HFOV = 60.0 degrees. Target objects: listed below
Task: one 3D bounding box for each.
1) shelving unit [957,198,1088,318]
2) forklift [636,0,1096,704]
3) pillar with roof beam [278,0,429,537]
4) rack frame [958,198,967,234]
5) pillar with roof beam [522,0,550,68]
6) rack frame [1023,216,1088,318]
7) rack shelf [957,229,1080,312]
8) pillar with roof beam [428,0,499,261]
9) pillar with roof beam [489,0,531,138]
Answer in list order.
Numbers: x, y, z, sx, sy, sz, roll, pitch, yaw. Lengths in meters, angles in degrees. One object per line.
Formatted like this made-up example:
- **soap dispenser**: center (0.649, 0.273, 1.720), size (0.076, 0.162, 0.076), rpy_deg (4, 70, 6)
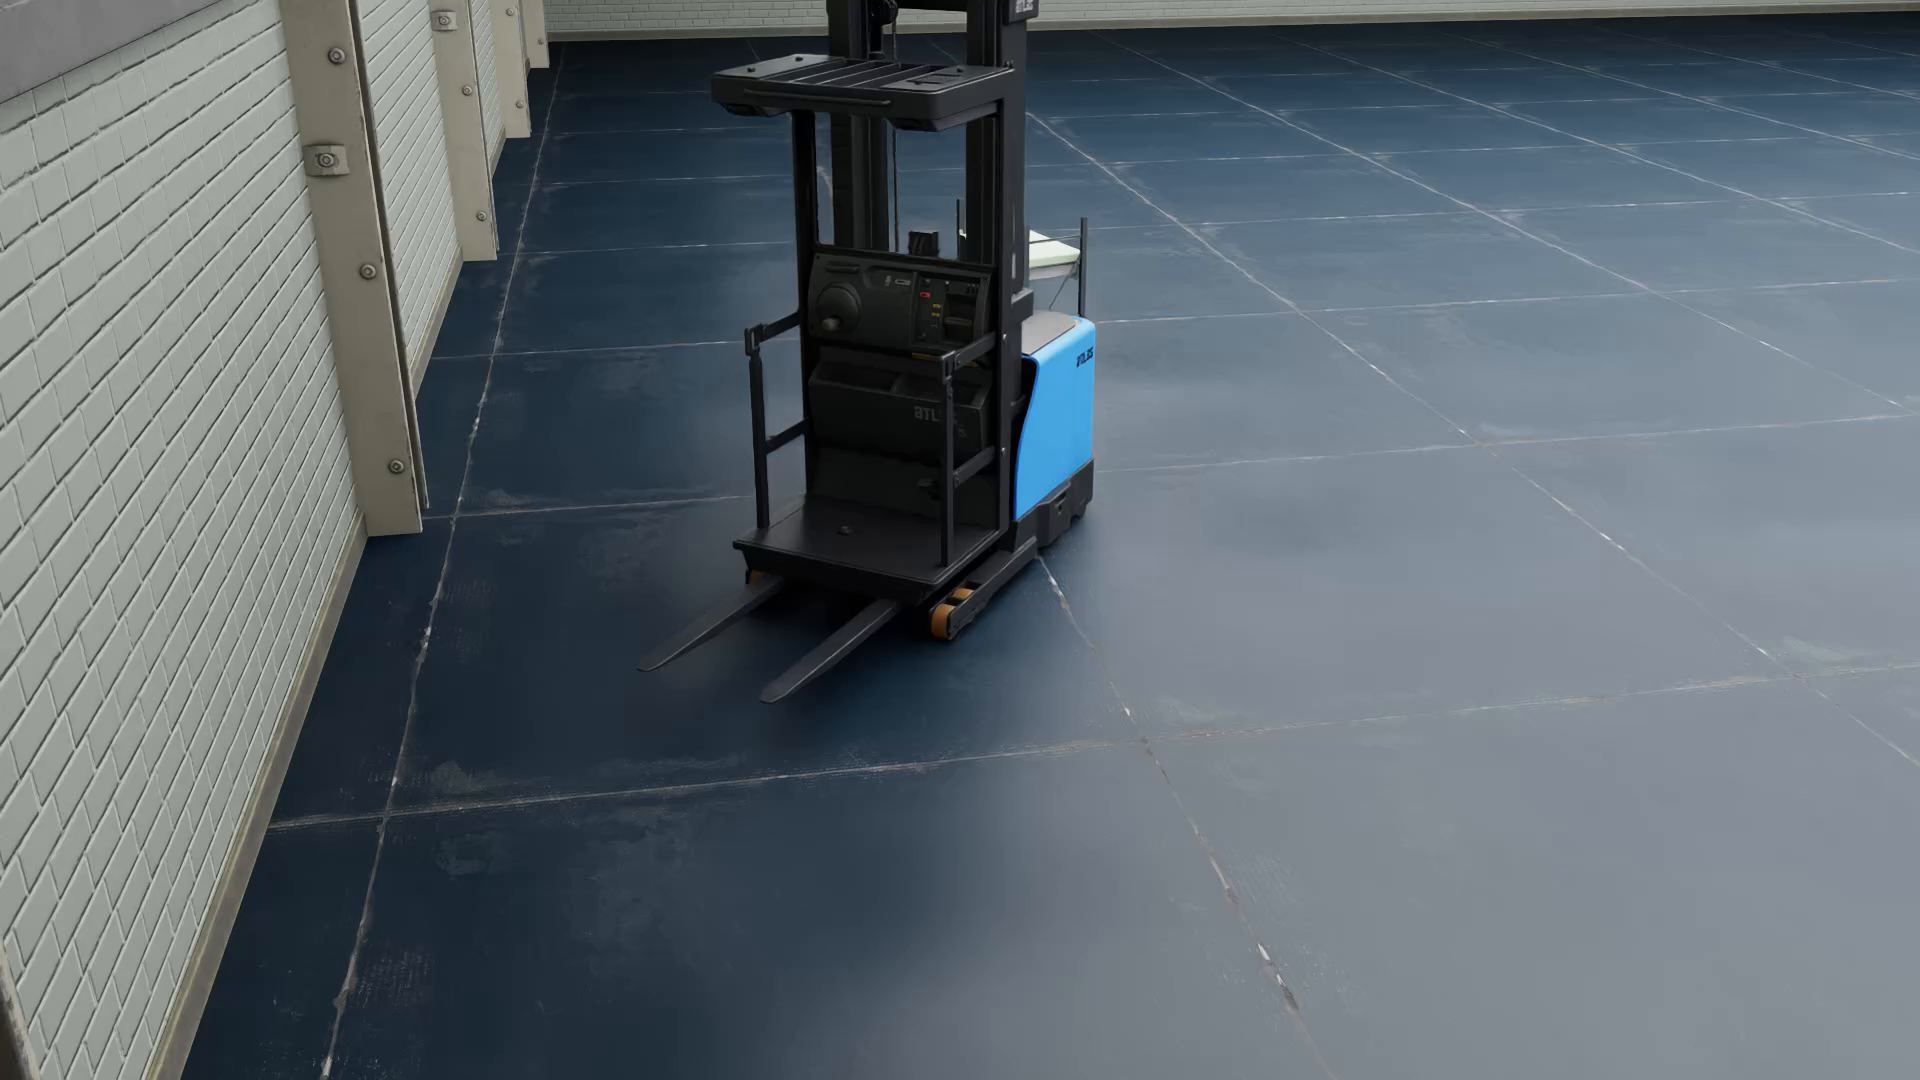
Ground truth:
- **shelving unit**: center (0.341, -1.160, 9.531), size (0.431, 1.500, 0.755), rpy_deg (-12, 26, -26)
- **forklift**: center (-0.384, -1.083, 7.568), size (1.130, 2.935, 3.031), rpy_deg (11, 26, 24)
- **pillar with roof beam**: center (1.179, -4.548, 7.920), size (9.100, 9.000, 0.400), rpy_deg (-4, 24, -10)
- **rack frame**: center (0.168, -1.289, 9.827), size (0.400, 1.500, 0.023), rpy_deg (-12, 26, -26)
- **pillar with roof beam**: center (-2.149, -11.628, 24.131), size (9.100, 9.000, 0.400), rpy_deg (-4, 24, -10)
- **rack frame**: center (0.514, -1.031, 9.236), size (0.400, 1.500, 0.023), rpy_deg (-12, 26, -26)
- **rack shelf**: center (0.341, -1.517, 9.375), size (0.431, 0.370, 0.720), rpy_deg (-12, 26, -26)
- **pillar with roof beam**: center (0.070, -6.908, 13.324), size (9.100, 9.000, 0.400), rpy_deg (-4, 24, -10)
- **pillar with roof beam**: center (-1.040, -9.268, 18.727), size (9.100, 9.000, 0.400), rpy_deg (-4, 24, -10)
